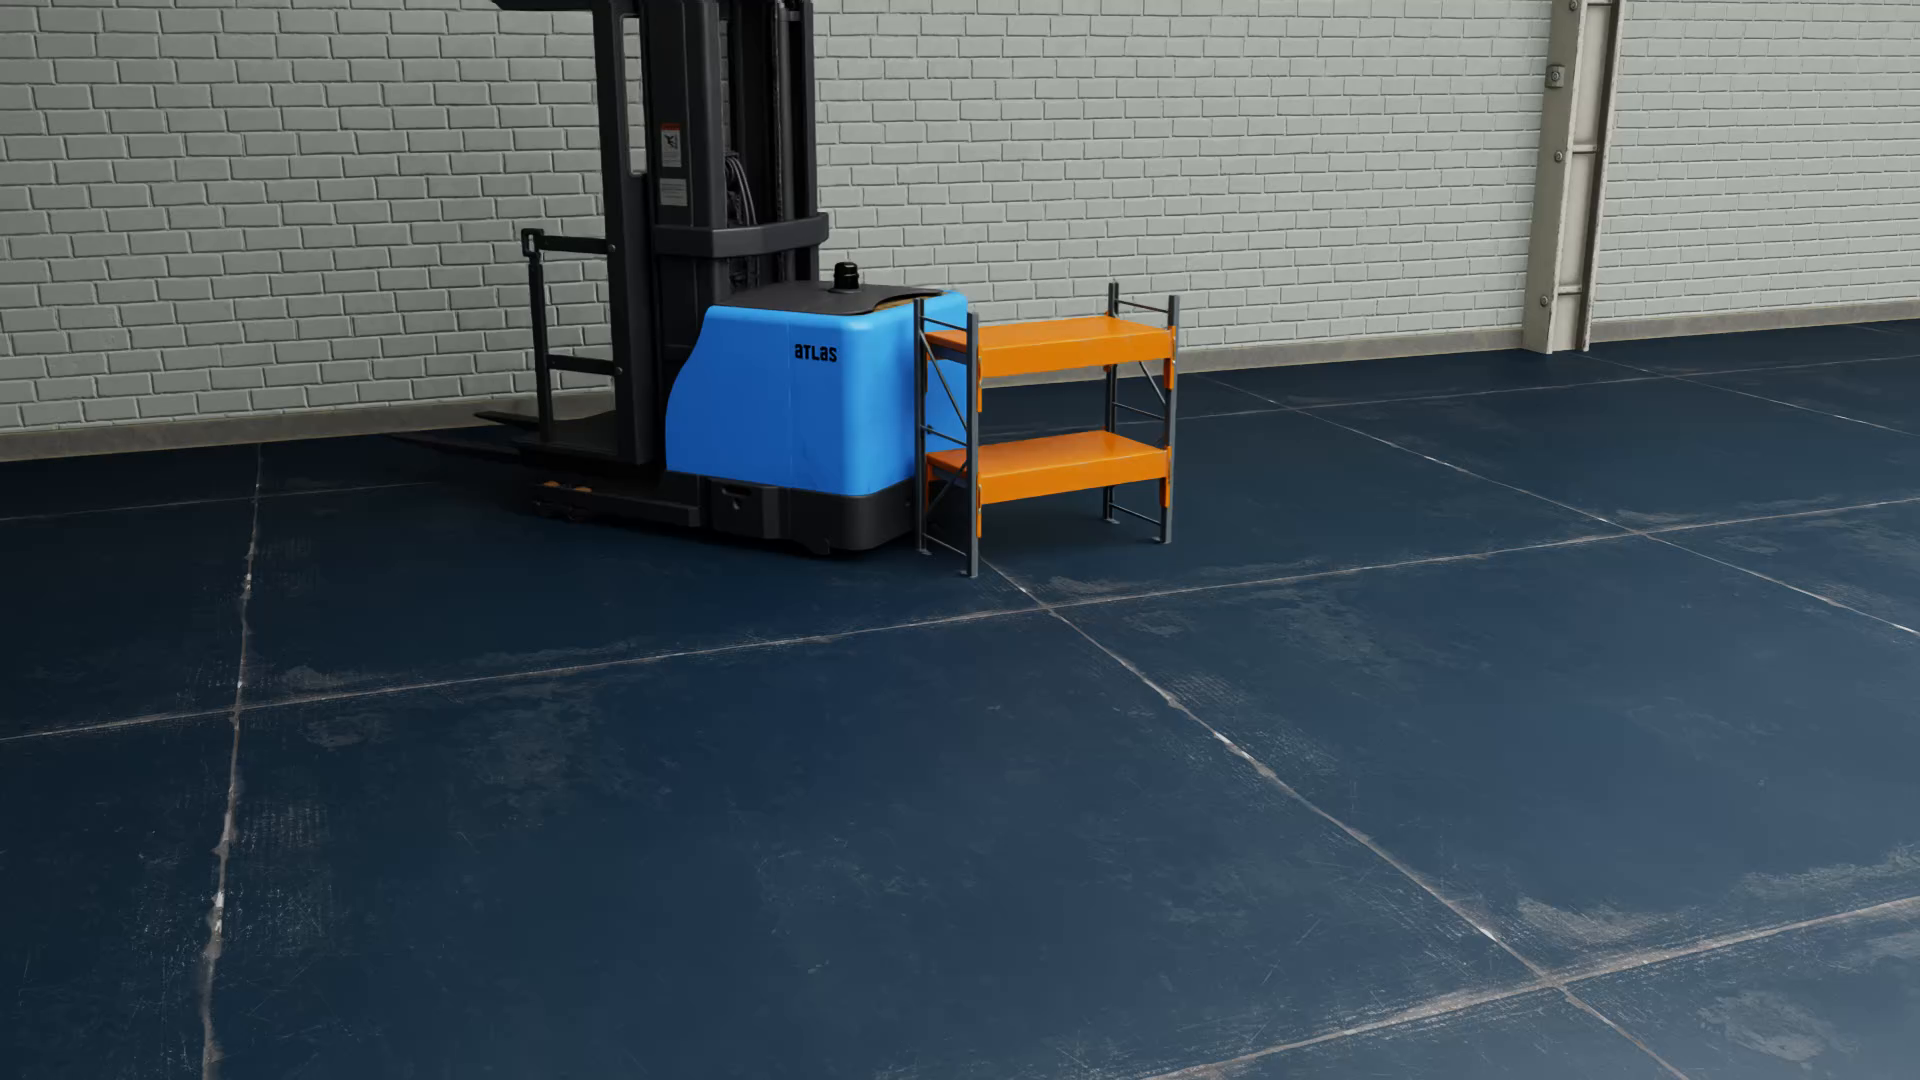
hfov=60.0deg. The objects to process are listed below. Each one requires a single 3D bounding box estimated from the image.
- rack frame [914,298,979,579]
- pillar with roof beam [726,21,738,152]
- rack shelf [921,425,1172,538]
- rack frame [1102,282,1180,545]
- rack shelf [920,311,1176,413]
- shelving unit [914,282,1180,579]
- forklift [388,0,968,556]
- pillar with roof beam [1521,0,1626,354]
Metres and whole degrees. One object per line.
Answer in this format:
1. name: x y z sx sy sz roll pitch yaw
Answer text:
1. rack frame: -0.062 -0.438 7.093 0.032 1.125 0.500 -9 19 -29
2. pillar with roof beam: 0.395 -4.013 5.293 0.400 9.000 9.100 -6 17 -20
3. rack shelf: 0.378 -0.275 7.406 1.000 0.278 0.538 -9 19 -29
4. rack frame: 0.819 -0.581 7.580 0.032 1.125 0.500 -9 19 -29
5. rack shelf: 0.378 -0.790 7.254 1.000 0.278 0.538 -9 19 -29
6. shelving unit: 0.378 -0.509 7.337 1.048 1.125 0.538 -9 19 -29
7. forklift: -1.491 -1.614 7.894 3.031 2.935 1.130 9 18 27
8. pillar with roof beam: 5.998 -4.618 7.353 0.400 9.000 9.100 -6 17 -20
